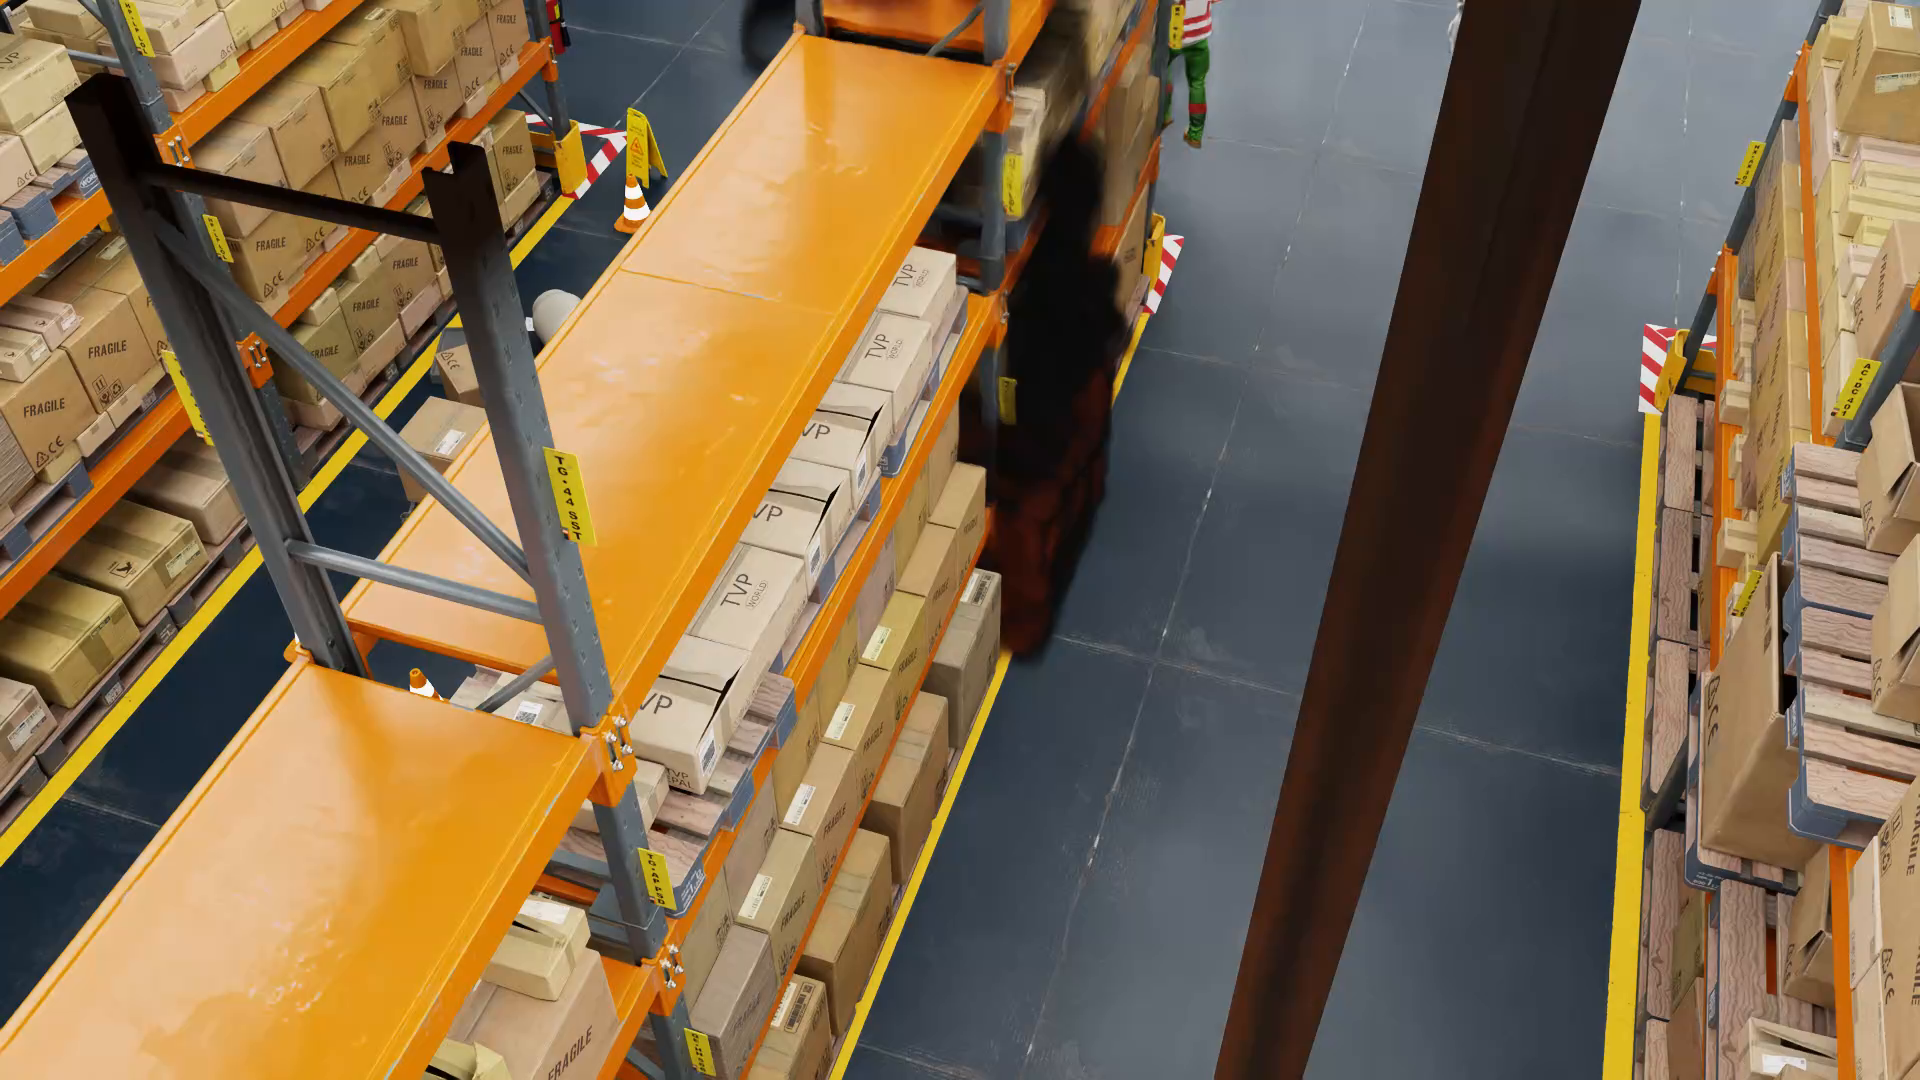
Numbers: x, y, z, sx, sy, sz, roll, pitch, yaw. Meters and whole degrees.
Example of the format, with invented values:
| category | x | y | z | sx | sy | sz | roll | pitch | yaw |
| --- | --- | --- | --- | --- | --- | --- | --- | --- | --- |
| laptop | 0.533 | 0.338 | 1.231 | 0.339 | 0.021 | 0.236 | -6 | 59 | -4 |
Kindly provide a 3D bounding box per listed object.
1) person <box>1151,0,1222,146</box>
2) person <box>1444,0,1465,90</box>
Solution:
| category | x | y | z | sx | sy | sz | roll | pitch | yaw |
| --- | --- | --- | --- | --- | --- | --- | --- | --- | --- |
| person | 1.803 | -4.078 | 13.504 | 0.690 | 1.847 | 0.725 | -14 | 47 | -14 |
| person | 4.463 | -4.578 | 14.435 | 0.572 | 1.714 | 0.783 | -29 | 52 | -25 |
